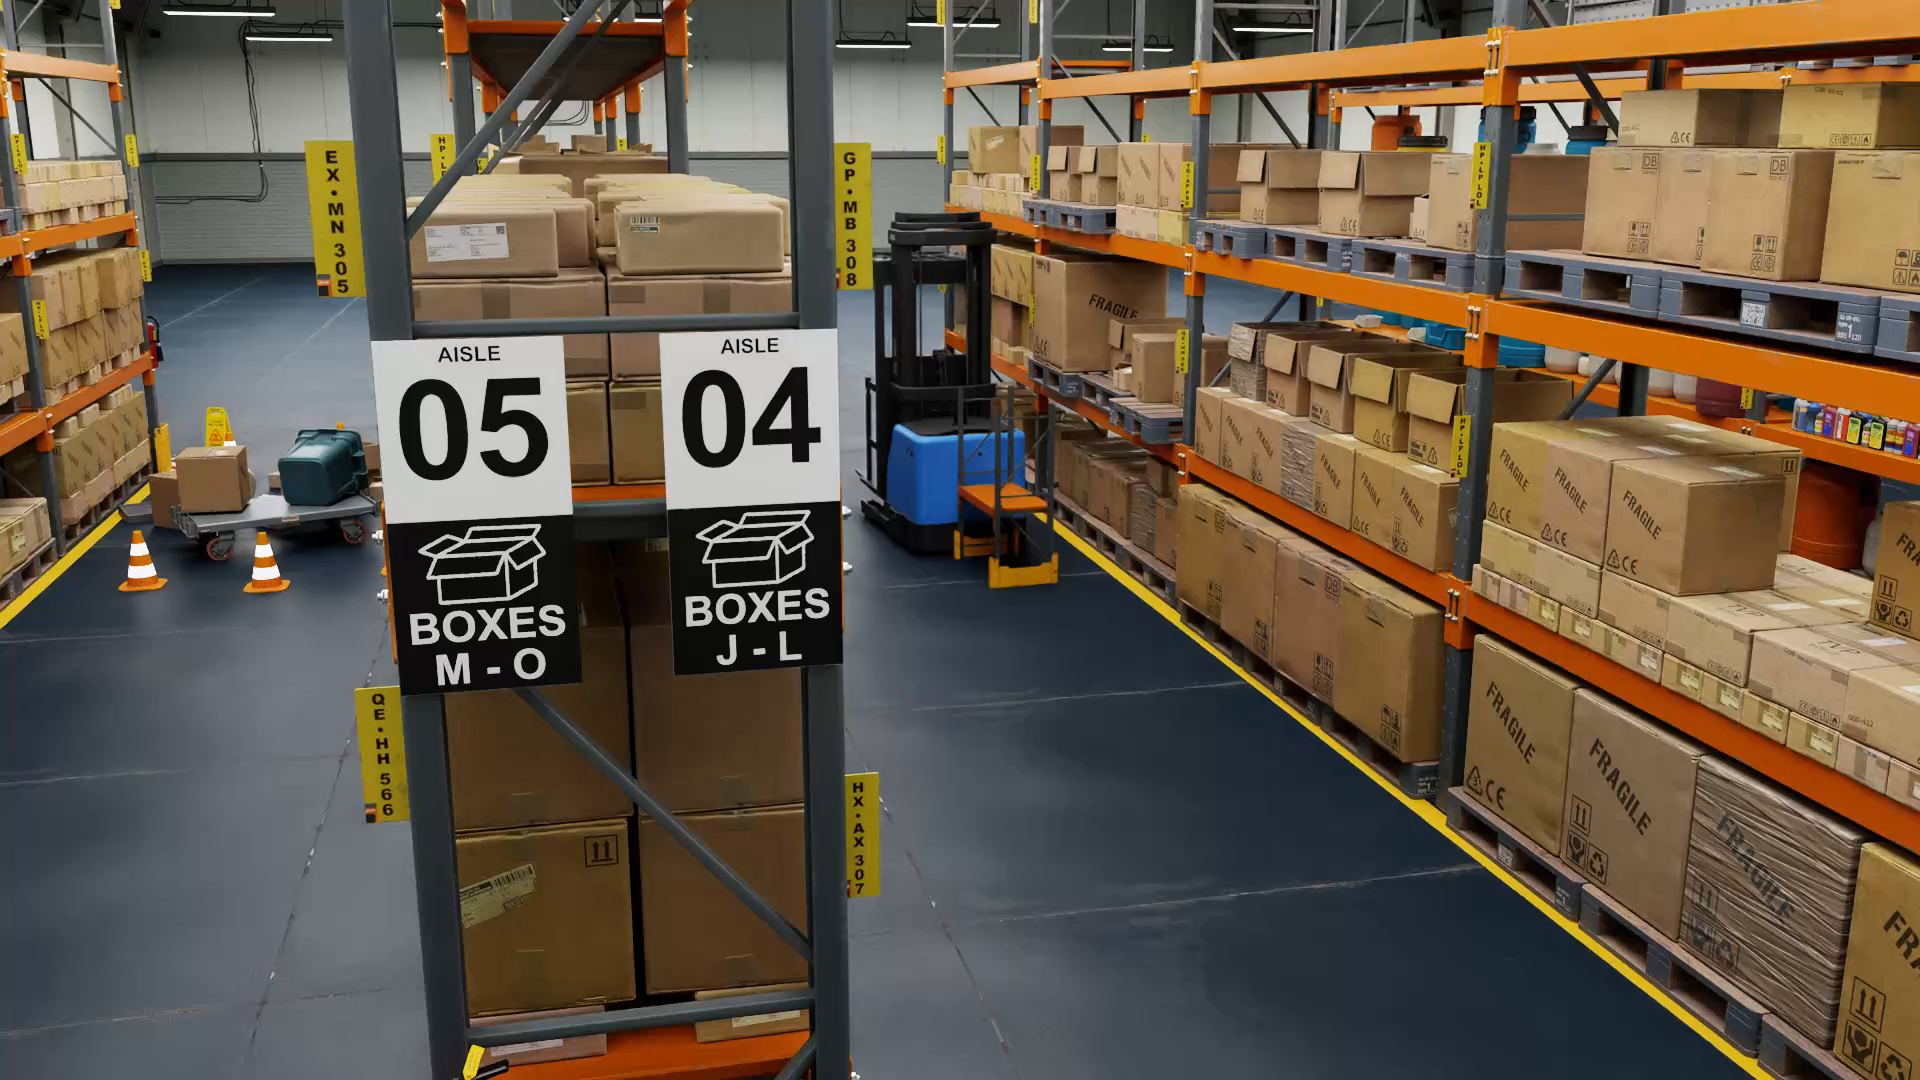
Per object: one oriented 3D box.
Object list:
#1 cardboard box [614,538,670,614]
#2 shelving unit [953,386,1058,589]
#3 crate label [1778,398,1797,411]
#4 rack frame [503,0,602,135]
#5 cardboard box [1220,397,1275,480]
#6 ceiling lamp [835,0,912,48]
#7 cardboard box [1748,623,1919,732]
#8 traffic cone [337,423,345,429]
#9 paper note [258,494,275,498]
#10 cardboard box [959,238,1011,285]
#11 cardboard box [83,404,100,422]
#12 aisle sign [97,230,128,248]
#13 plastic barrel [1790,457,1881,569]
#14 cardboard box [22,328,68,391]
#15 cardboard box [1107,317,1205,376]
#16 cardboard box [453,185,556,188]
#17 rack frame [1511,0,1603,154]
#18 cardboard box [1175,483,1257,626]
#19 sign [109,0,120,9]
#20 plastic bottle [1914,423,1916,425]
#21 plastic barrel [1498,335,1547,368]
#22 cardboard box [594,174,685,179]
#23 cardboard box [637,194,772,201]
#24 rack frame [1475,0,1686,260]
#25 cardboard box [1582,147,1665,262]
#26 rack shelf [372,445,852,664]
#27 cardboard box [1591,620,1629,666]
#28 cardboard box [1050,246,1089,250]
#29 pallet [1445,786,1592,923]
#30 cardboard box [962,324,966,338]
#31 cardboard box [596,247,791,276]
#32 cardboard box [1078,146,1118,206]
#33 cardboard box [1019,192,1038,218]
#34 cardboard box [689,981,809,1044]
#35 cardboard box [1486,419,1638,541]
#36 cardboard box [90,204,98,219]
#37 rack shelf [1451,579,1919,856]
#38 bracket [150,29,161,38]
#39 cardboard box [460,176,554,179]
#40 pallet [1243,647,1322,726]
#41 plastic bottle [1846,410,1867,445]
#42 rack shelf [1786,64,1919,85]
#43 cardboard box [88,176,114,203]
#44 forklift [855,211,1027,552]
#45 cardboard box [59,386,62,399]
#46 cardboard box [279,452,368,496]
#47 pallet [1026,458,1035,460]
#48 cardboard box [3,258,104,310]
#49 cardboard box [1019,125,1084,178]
[{"bbox_3d":[-0.748,0.269,4.883,0.500,0.500,0.500,-3,14,-12],"label":"cardboard box"},{"bbox_3d":[0.377,-0.471,14.017,0.587,1.500,1.083,-4,14,-17],"label":"shelving unit"},{"bbox_3d":[7.270,-1.229,14.313,0.303,0.233,0.416,-3,14,-13],"label":"crate label"},{"bbox_3d":[-4.534,-5.423,18.486,1.000,3.000,0.127,-3,14,-13],"label":"rack frame"},{"bbox_3d":[2.163,-0.719,11.661,0.500,0.500,0.500,-4,14,-15],"label":"cardboard box"},{"bbox_3d":[-2.334,-14.570,43.629,2.000,3.185,0.800,-3,14,-13],"label":"ceiling lamp"},{"bbox_3d":[3.459,0.526,6.465,0.500,0.250,0.500,-4,14,-15],"label":"cardboard box"},{"bbox_3d":[-6.967,-1.090,18.737,0.336,0.463,0.334,-3,14,-13],"label":"traffic cone"},{"bbox_3d":[-7.111,-0.450,17.052,0.148,0.019,0.142,2,14,6],"label":"paper note"},{"bbox_3d":[0.286,-3.183,19.013,0.500,0.500,0.500,-3,14,-13],"label":"cardboard box"},{"bbox_3d":[-8.418,-1.198,15.795,0.380,0.149,0.250,-2,14,-10],"label":"cardboard box"},{"bbox_3d":[-9.054,-3.503,17.789,0.394,0.787,0.004,-3,14,-13],"label":"aisle sign"},{"bbox_3d":[7.136,-0.230,13.560,0.600,0.830,0.708,-3,14,-13],"label":"plastic barrel"},{"bbox_3d":[-8.214,-1.597,14.628,0.500,0.500,0.500,-3,14,-13],"label":"cardboard box"},{"bbox_3d":[1.748,-1.698,14.779,0.797,0.503,0.637,-2,14,-7],"label":"cardboard box"},{"bbox_3d":[-1.546,-1.115,5.596,0.380,0.149,0.250,-4,14,-15],"label":"cardboard box"},{"bbox_3d":[6.065,-5.029,16.875,1.000,3.000,0.127,-3,14,-13],"label":"rack frame"},{"bbox_3d":[2.332,0.072,12.226,1.225,0.875,0.875,-4,14,-16],"label":"cardboard box"},{"bbox_3d":[-8.777,-5.681,17.239,0.100,0.325,0.005,-3,14,-13],"label":"sign"},{"bbox_3d":[7.578,-0.945,13.218,0.097,0.201,0.097,0,14,0],"label":"plastic bottle"},{"bbox_3d":[5.862,-2.253,17.094,0.600,0.901,0.708,-3,14,-13],"label":"plastic barrel"},{"bbox_3d":[-1.376,-1.504,7.189,0.380,0.149,0.250,-4,14,-16],"label":"cardboard box"},{"bbox_3d":[-0.722,-0.908,4.750,0.380,0.149,0.250,-3,14,-12],"label":"cardboard box"},{"bbox_3d":[3.130,-2.908,8.191,1.000,3.000,0.127,-3,14,-13],"label":"rack frame"},{"bbox_3d":[3.372,-1.575,7.748,0.700,0.500,0.500,-4,14,-16],"label":"cardboard box"},{"bbox_3d":[-1.246,-0.387,5.708,1.077,0.370,4.000,-3,14,-13],"label":"rack shelf"},{"bbox_3d":[3.124,0.456,7.591,0.380,0.149,0.250,-3,14,-14],"label":"cardboard box"},{"bbox_3d":[1.156,-2.866,17.718,0.500,0.500,0.500,-3,14,-13],"label":"cardboard box"},{"bbox_3d":[3.232,1.541,8.498,1.003,0.211,1.213,-3,14,-13],"label":"pallet"},{"bbox_3d":[0.231,-2.443,19.460,0.380,0.149,0.250,-3,14,-13],"label":"cardboard box"},{"bbox_3d":[-0.750,-0.681,4.659,0.500,0.250,0.500,-3,14,-14],"label":"cardboard box"},{"bbox_3d":[1.487,-3.219,14.683,0.797,0.503,0.637,-3,14,-11],"label":"cardboard box"},{"bbox_3d":[0.890,-3.314,16.490,0.500,0.250,0.500,-3,14,-11],"label":"cardboard box"},{"bbox_3d":[-0.533,1.212,4.500,0.380,0.149,0.250,-3,14,-14],"label":"cardboard box"},{"bbox_3d":[2.994,-0.305,8.286,0.500,0.500,0.500,-3,14,-13],"label":"cardboard box"},{"bbox_3d":[-8.747,-3.242,16.409,0.380,0.149,0.250,-3,14,-14],"label":"cardboard box"},{"bbox_3d":[3.599,0.817,7.100,1.077,0.370,4.000,-3,14,-13],"label":"rack shelf"},{"bbox_3d":[-22.213,-13.967,45.873,0.235,0.232,0.430,-3,14,-13],"label":"bracket"},{"bbox_3d":[-1.851,-1.416,6.827,0.380,0.149,0.250,-4,14,-16],"label":"cardboard box"},{"bbox_3d":[2.585,0.905,11.099,1.003,0.211,1.213,-3,14,-13],"label":"pallet"},{"bbox_3d":[6.888,-0.878,12.768,0.061,0.283,0.133,-3,14,-13],"label":"plastic bottle"},{"bbox_3d":[7.474,-3.101,11.342,1.077,0.370,4.000,-3,14,-13],"label":"rack shelf"},{"bbox_3d":[-8.835,-3.518,16.699,0.500,0.250,0.500,-3,14,-14],"label":"cardboard box"},{"bbox_3d":[-0.325,-1.627,15.733,1.130,2.935,3.031,-4,14,-17],"label":"forklift"},{"bbox_3d":[-8.254,-1.311,14.823,0.380,0.149,0.250,-3,14,-12],"label":"cardboard box"},{"bbox_3d":[-6.220,-0.583,16.291,0.797,0.637,0.503,-3,14,-13],"label":"cardboard box"},{"bbox_3d":[0.769,-0.919,18.568,1.003,0.211,1.213,-3,14,-13],"label":"pallet"},{"bbox_3d":[-8.676,-2.431,15.934,0.700,0.500,0.500,-3,14,-14],"label":"cardboard box"},{"bbox_3d":[0.897,-3.822,16.361,0.500,0.500,0.500,-4,14,-15],"label":"cardboard box"}]
